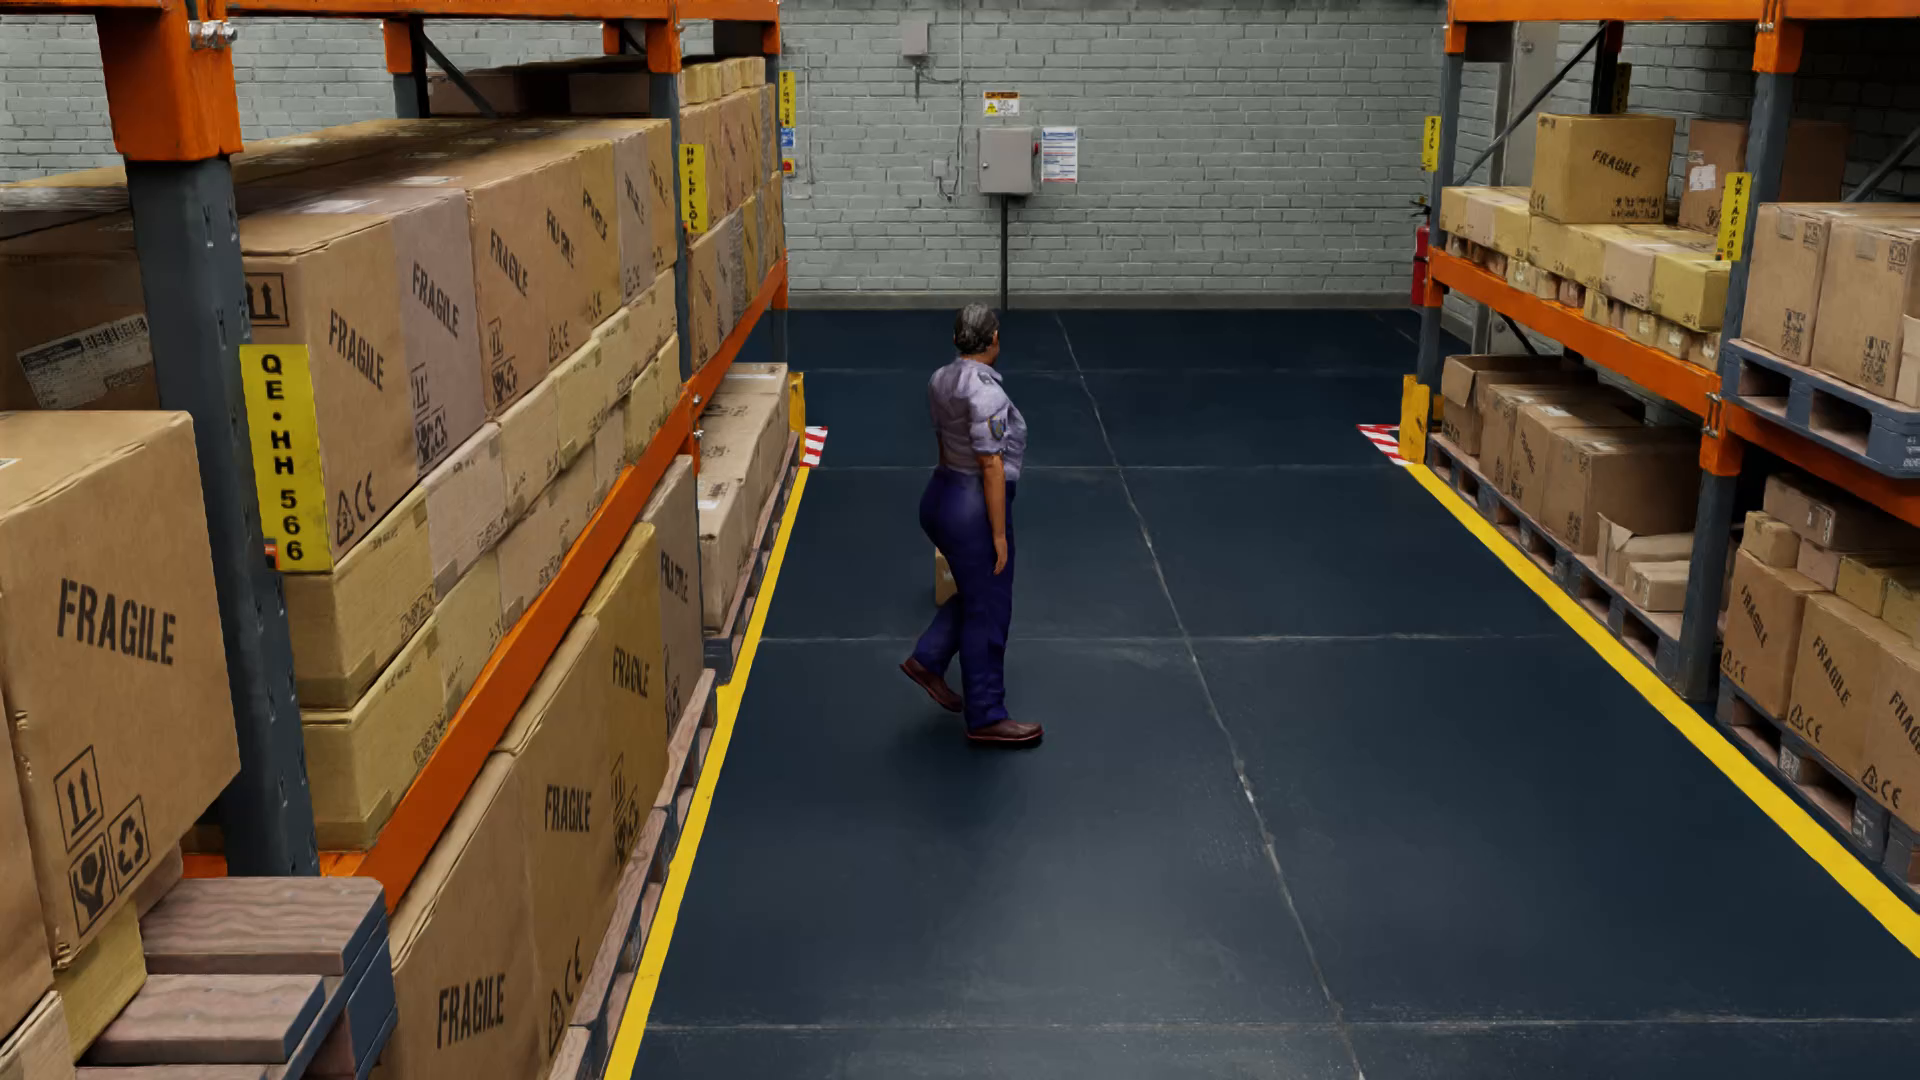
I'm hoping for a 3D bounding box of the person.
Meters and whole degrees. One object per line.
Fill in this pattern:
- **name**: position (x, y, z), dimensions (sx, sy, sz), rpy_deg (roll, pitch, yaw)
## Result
- **person**: position (0.031, -0.067, 6.265), dimensions (0.478, 1.629, 0.580), rpy_deg (-7, 19, -22)
